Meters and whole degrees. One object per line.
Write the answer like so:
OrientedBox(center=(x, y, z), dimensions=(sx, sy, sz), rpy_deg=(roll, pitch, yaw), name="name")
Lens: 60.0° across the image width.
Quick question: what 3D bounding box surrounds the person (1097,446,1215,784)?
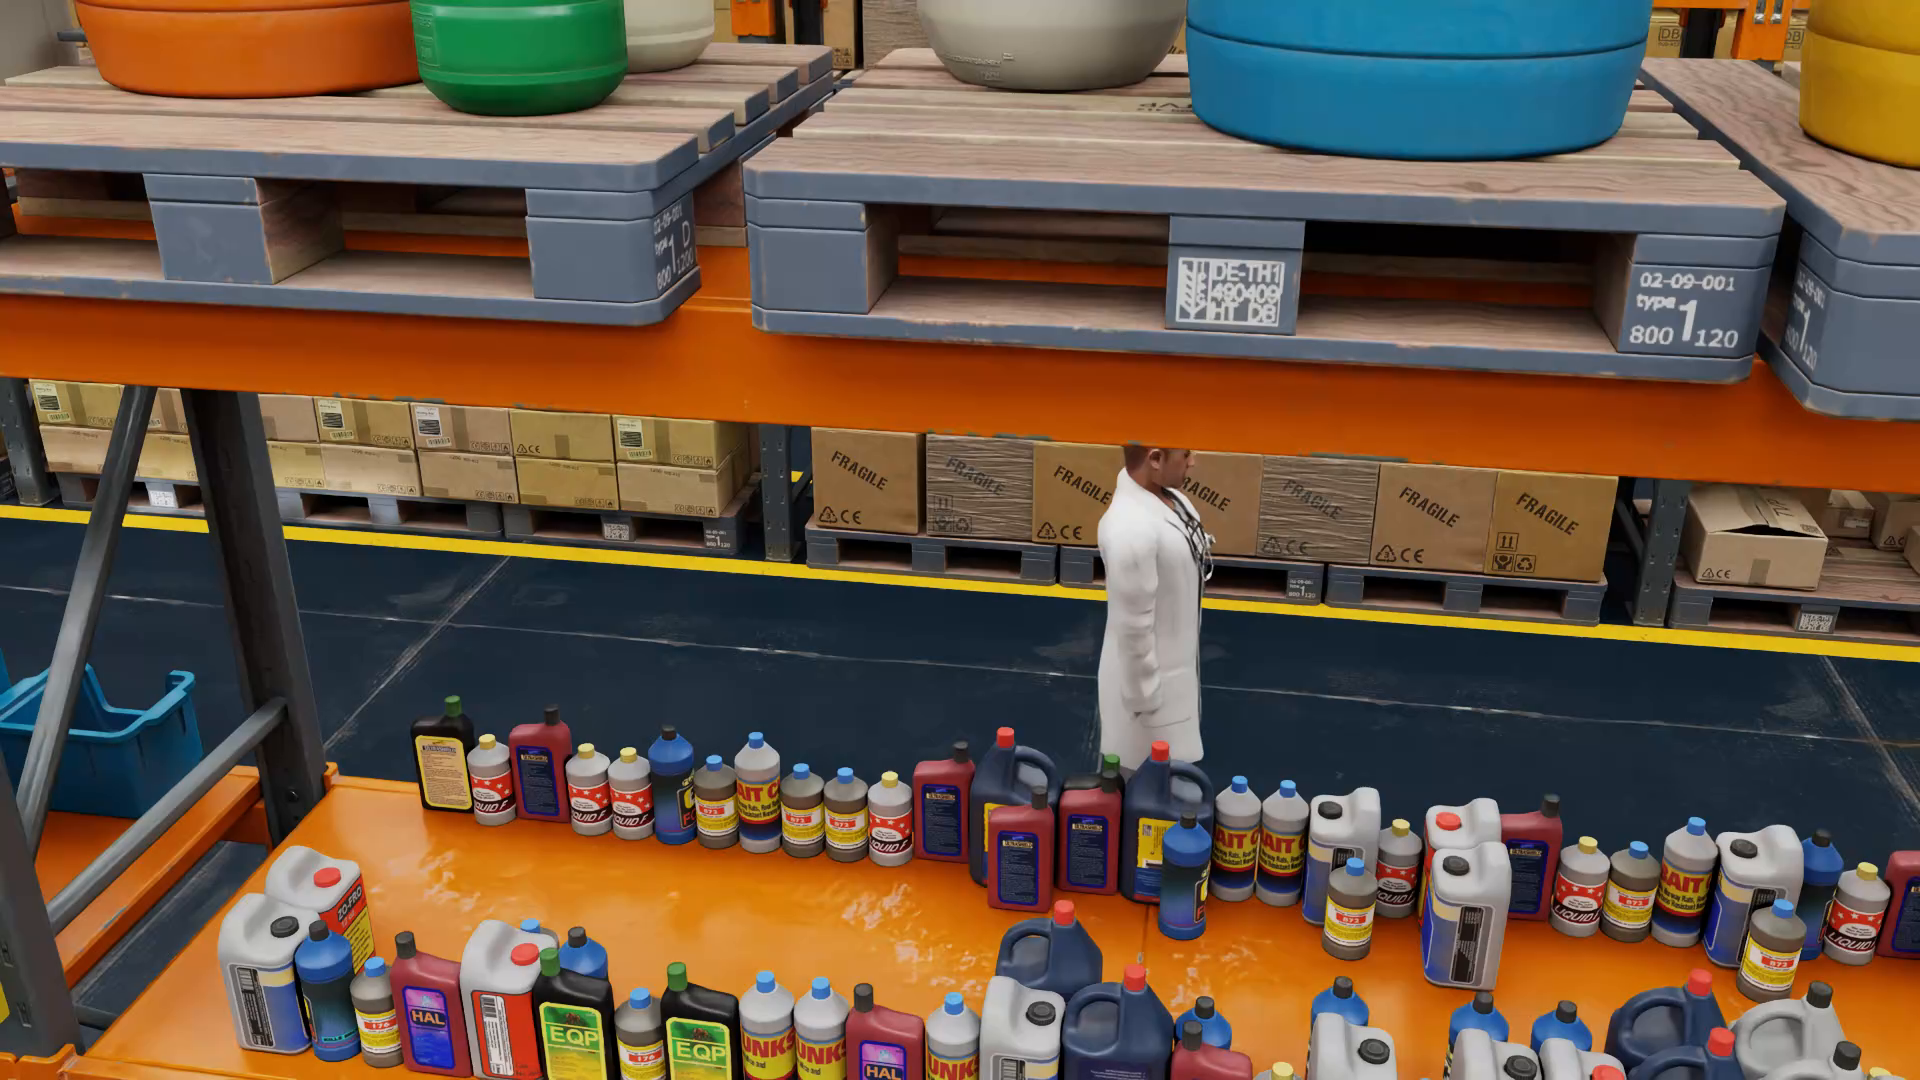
OrientedBox(center=(0.609, 0.416, 5.223), dimensions=(0.391, 1.774, 0.562), rpy_deg=(4, 25, 10), name="person")
